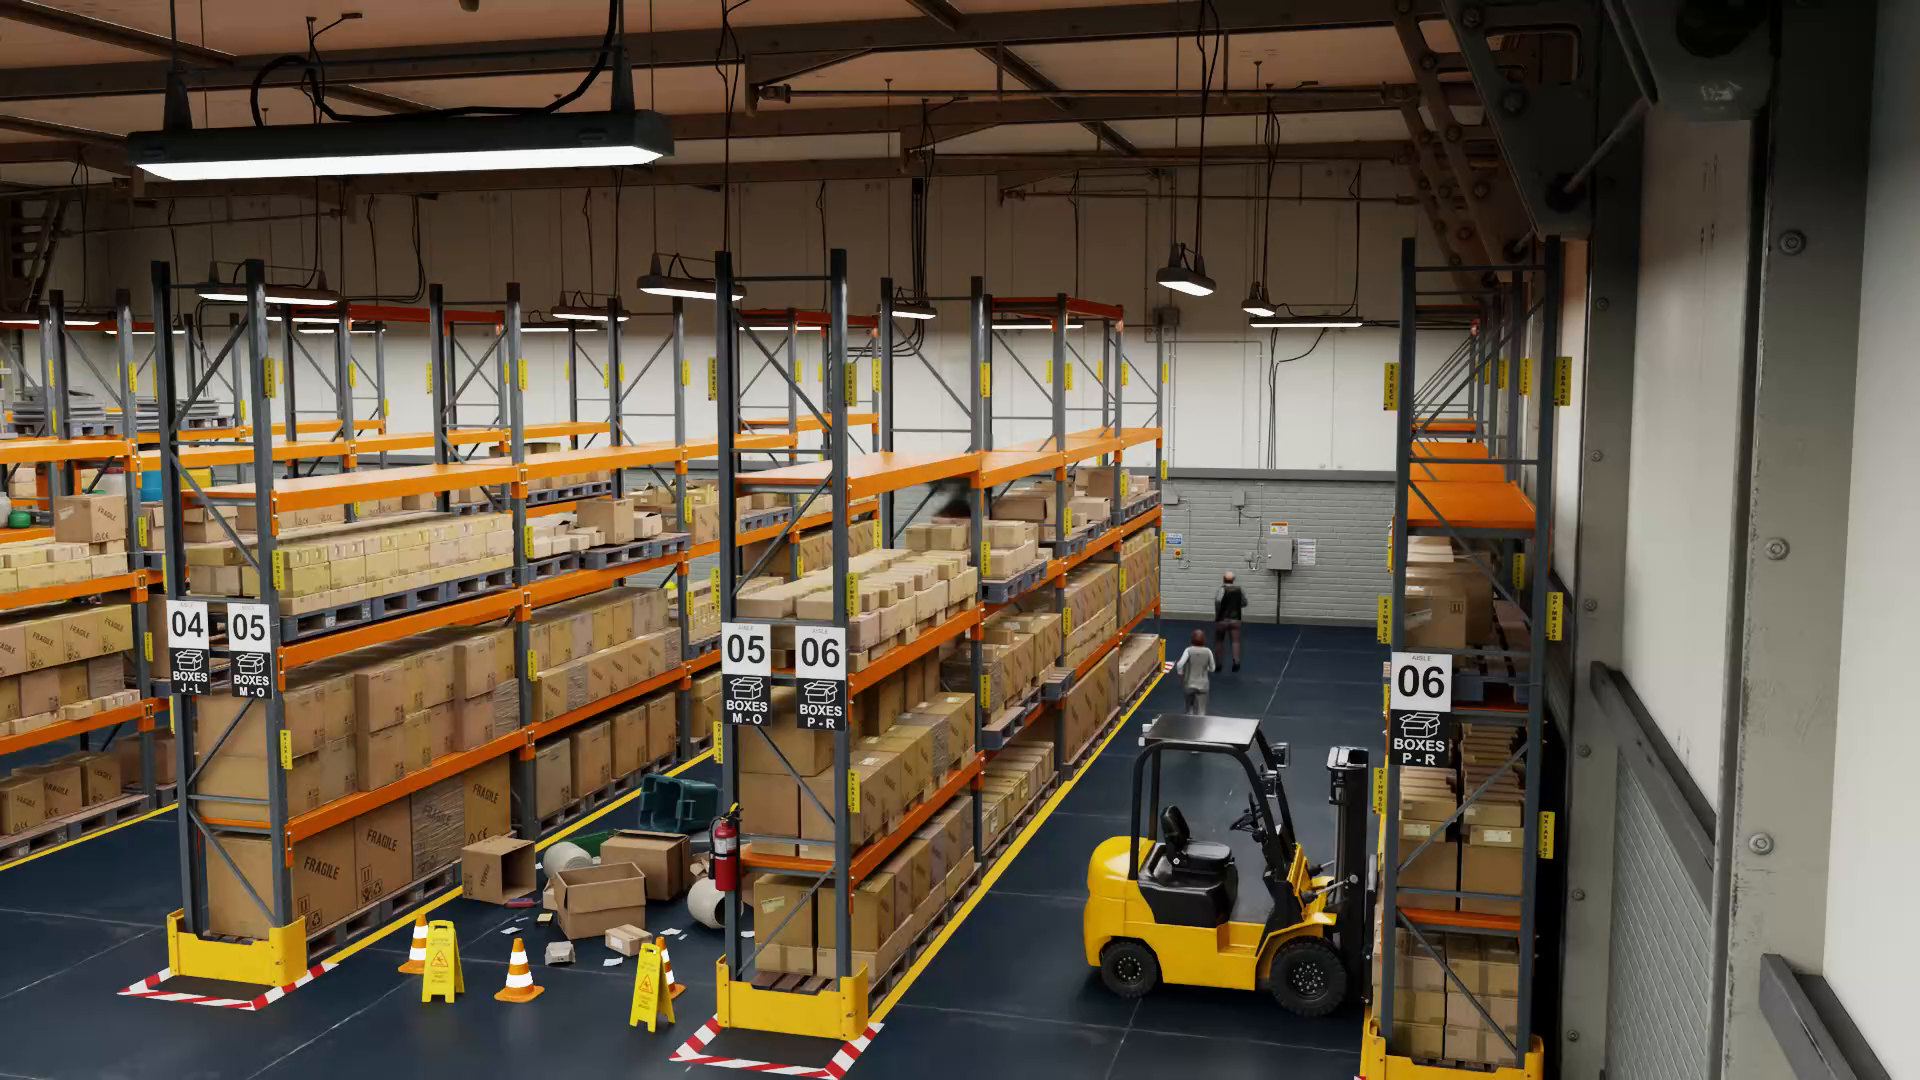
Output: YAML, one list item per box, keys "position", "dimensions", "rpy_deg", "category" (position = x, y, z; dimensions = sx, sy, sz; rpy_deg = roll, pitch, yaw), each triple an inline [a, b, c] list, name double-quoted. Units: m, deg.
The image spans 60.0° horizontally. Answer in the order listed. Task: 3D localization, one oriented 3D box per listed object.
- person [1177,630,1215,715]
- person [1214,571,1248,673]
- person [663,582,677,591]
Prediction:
- position: [3.164, 2.060, 22.304]
  dimensions: [0.504, 1.540, 0.711]
  rpy_deg: [1, 6, 10]
  category: "person"
- position: [4.481, 1.411, 27.569]
  dimensions: [0.624, 1.770, 1.008]
  rpy_deg: [0, 6, -3]
  category: "person"
- position: [-4.499, 1.538, 26.122]
  dimensions: [0.689, 1.767, 0.852]
  rpy_deg: [2, 6, 21]
  category: "person"
